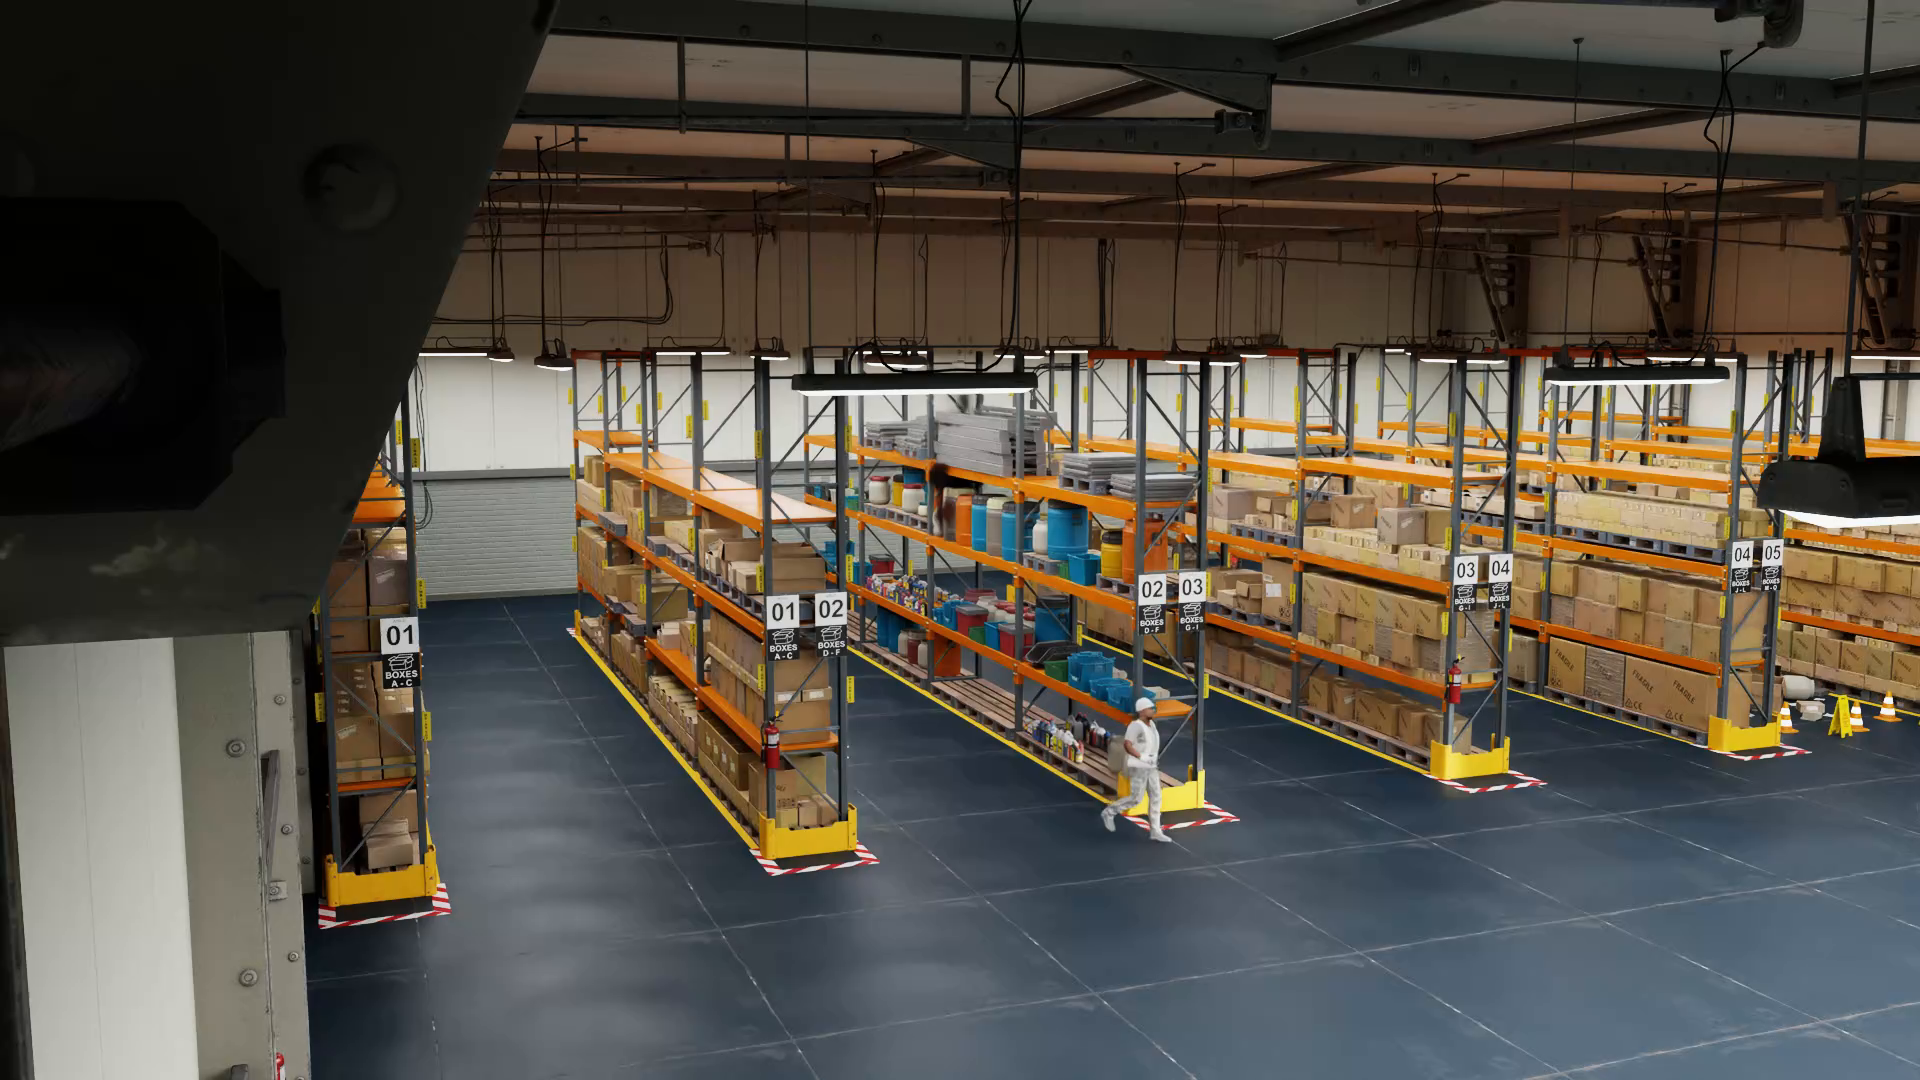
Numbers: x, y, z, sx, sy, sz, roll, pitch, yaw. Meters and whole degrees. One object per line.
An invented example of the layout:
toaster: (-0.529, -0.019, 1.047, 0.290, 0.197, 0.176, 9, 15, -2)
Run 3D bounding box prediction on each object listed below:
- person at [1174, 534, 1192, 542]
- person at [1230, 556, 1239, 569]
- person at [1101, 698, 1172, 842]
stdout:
person: (5.422, 0.405, 41.346, 0.581, 1.657, 0.575, -2, 7, -15)
person: (5.546, 1.216, 33.783, 0.659, 1.781, 0.987, -3, 8, -24)
person: (2.320, 2.860, 20.943, 0.951, 1.741, 0.744, 4, 8, 32)
